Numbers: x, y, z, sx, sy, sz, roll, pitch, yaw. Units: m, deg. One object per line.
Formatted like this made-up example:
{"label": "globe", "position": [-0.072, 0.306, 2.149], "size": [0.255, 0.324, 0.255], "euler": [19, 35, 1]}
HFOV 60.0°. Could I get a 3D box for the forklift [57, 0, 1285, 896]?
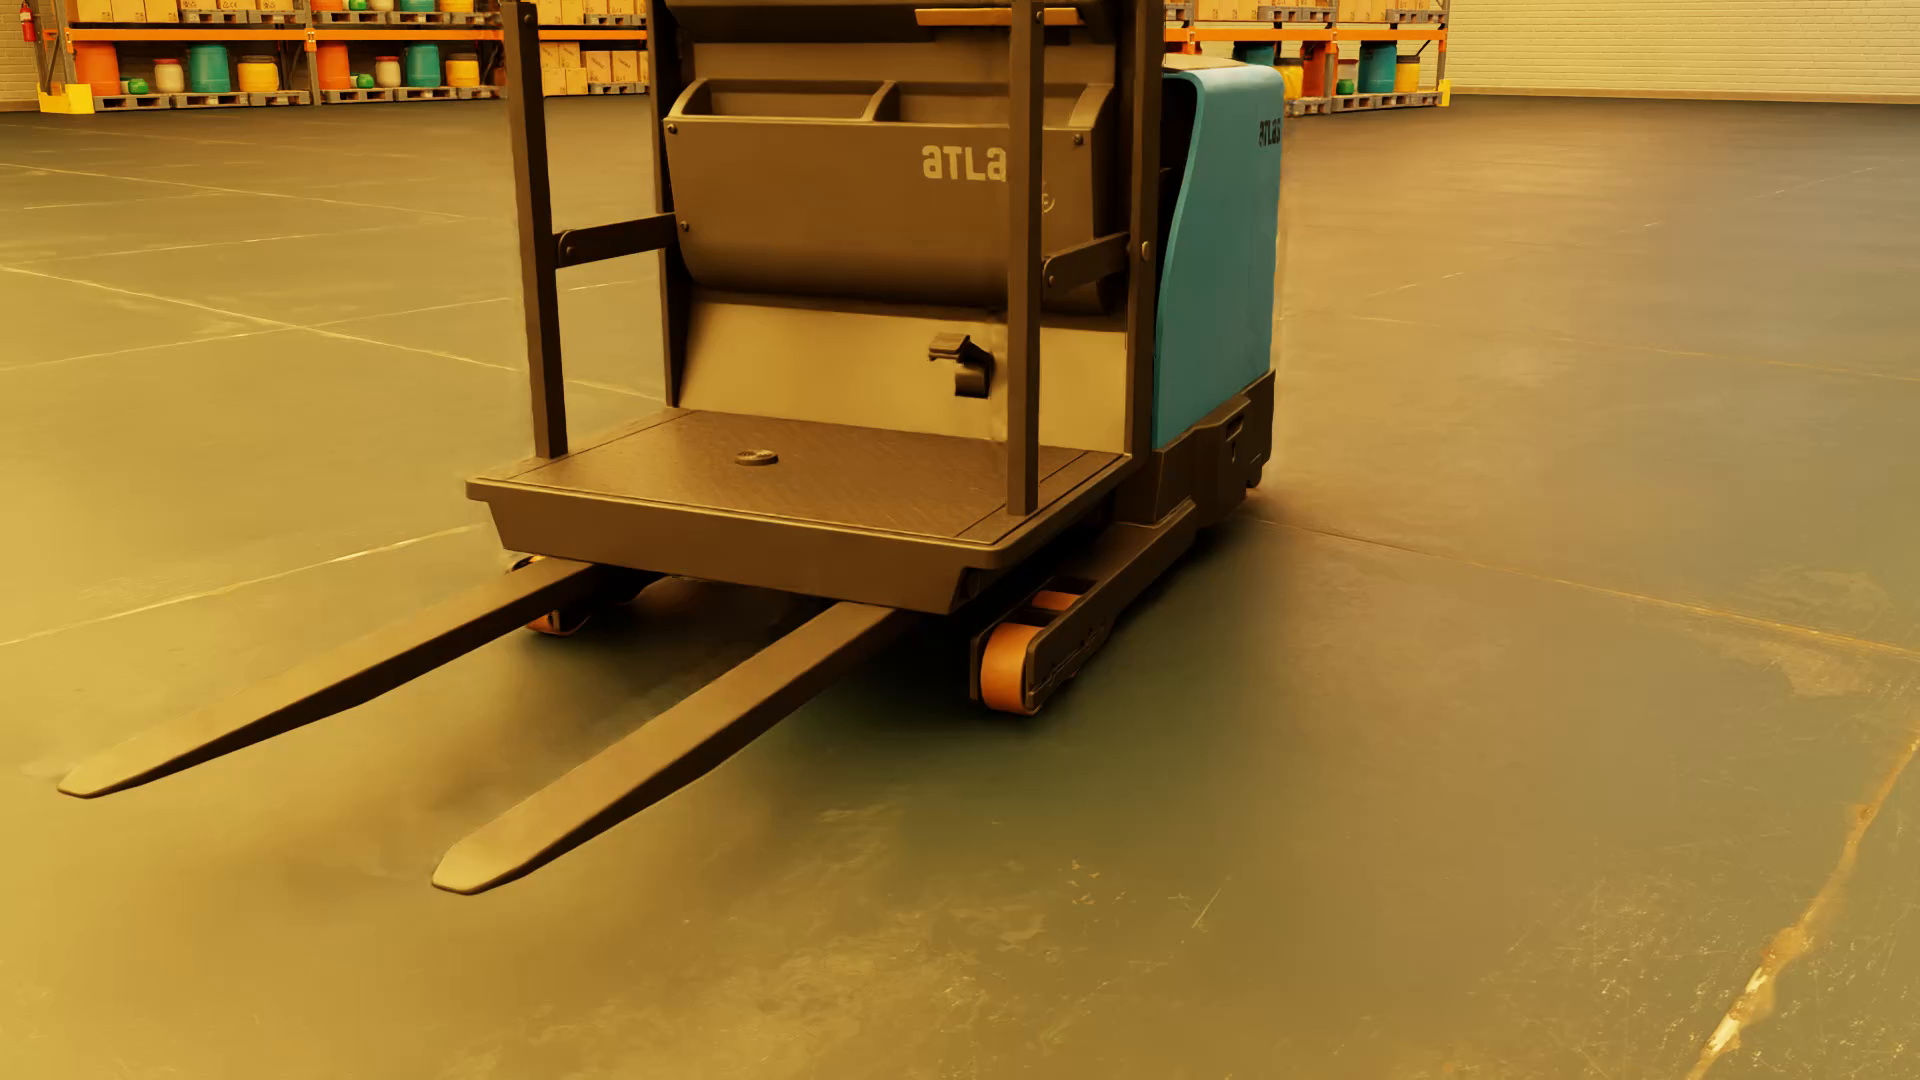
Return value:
{"label": "forklift", "position": [-0.238, -1.234, 2.961], "size": [1.130, 2.935, 3.031], "euler": [7, 18, 23]}
